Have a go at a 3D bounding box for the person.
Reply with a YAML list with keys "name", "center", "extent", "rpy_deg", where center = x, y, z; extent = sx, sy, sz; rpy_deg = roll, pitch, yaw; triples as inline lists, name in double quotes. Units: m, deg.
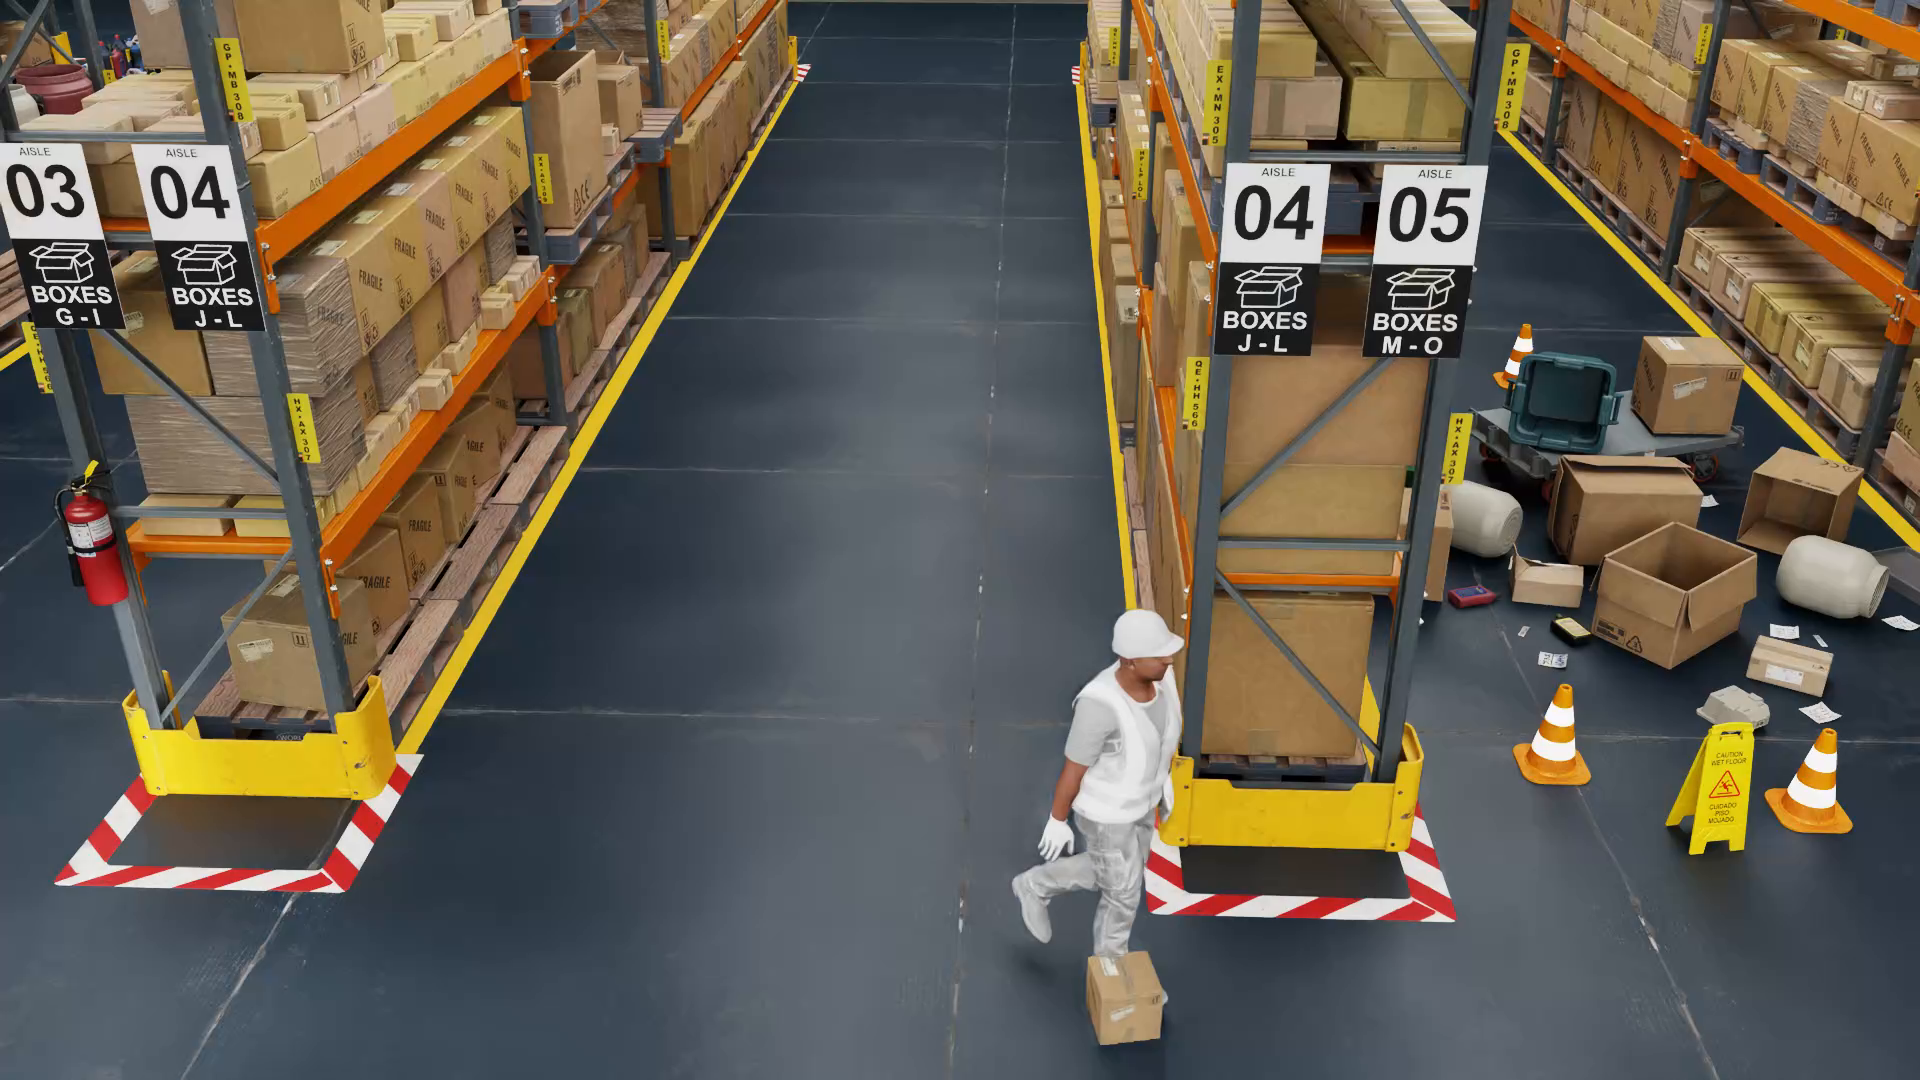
- name: "person"
  center: [0.563, 1.023, 6.658]
  extent: [0.795, 1.765, 0.631]
  rpy_deg: [19, 33, 32]
